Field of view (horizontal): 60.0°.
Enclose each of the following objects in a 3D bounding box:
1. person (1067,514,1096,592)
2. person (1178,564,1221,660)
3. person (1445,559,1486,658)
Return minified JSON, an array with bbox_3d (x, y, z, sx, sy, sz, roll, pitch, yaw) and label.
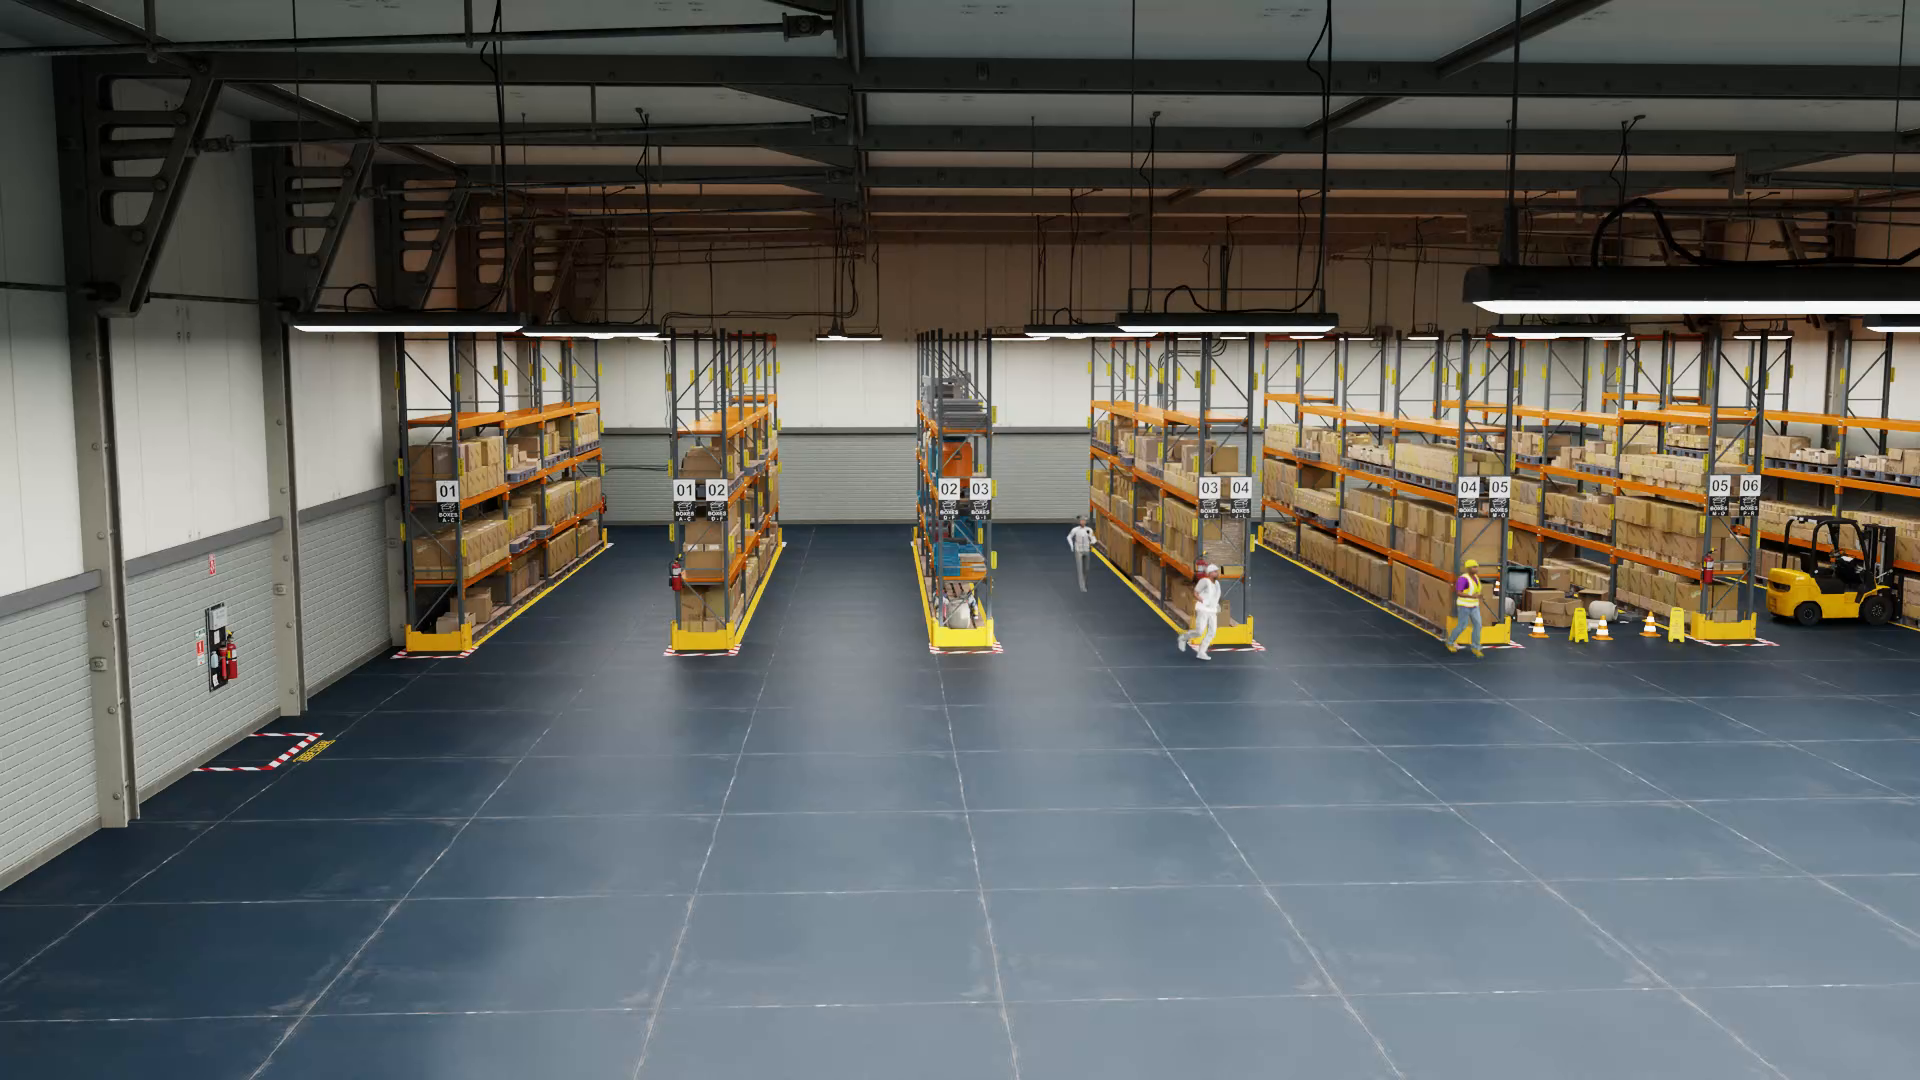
[{"bbox_3d":[2.704,0.273,36.727,0.624,1.691,0.795,-1,7,-7],"label":"person"},{"bbox_3d":[4.489,1.295,30.521,0.714,1.704,0.795,-6,9,-40],"label":"person"},{"bbox_3d":[9.329,1.253,30.580,0.715,1.828,0.775,-5,8,-36],"label":"person"}]
